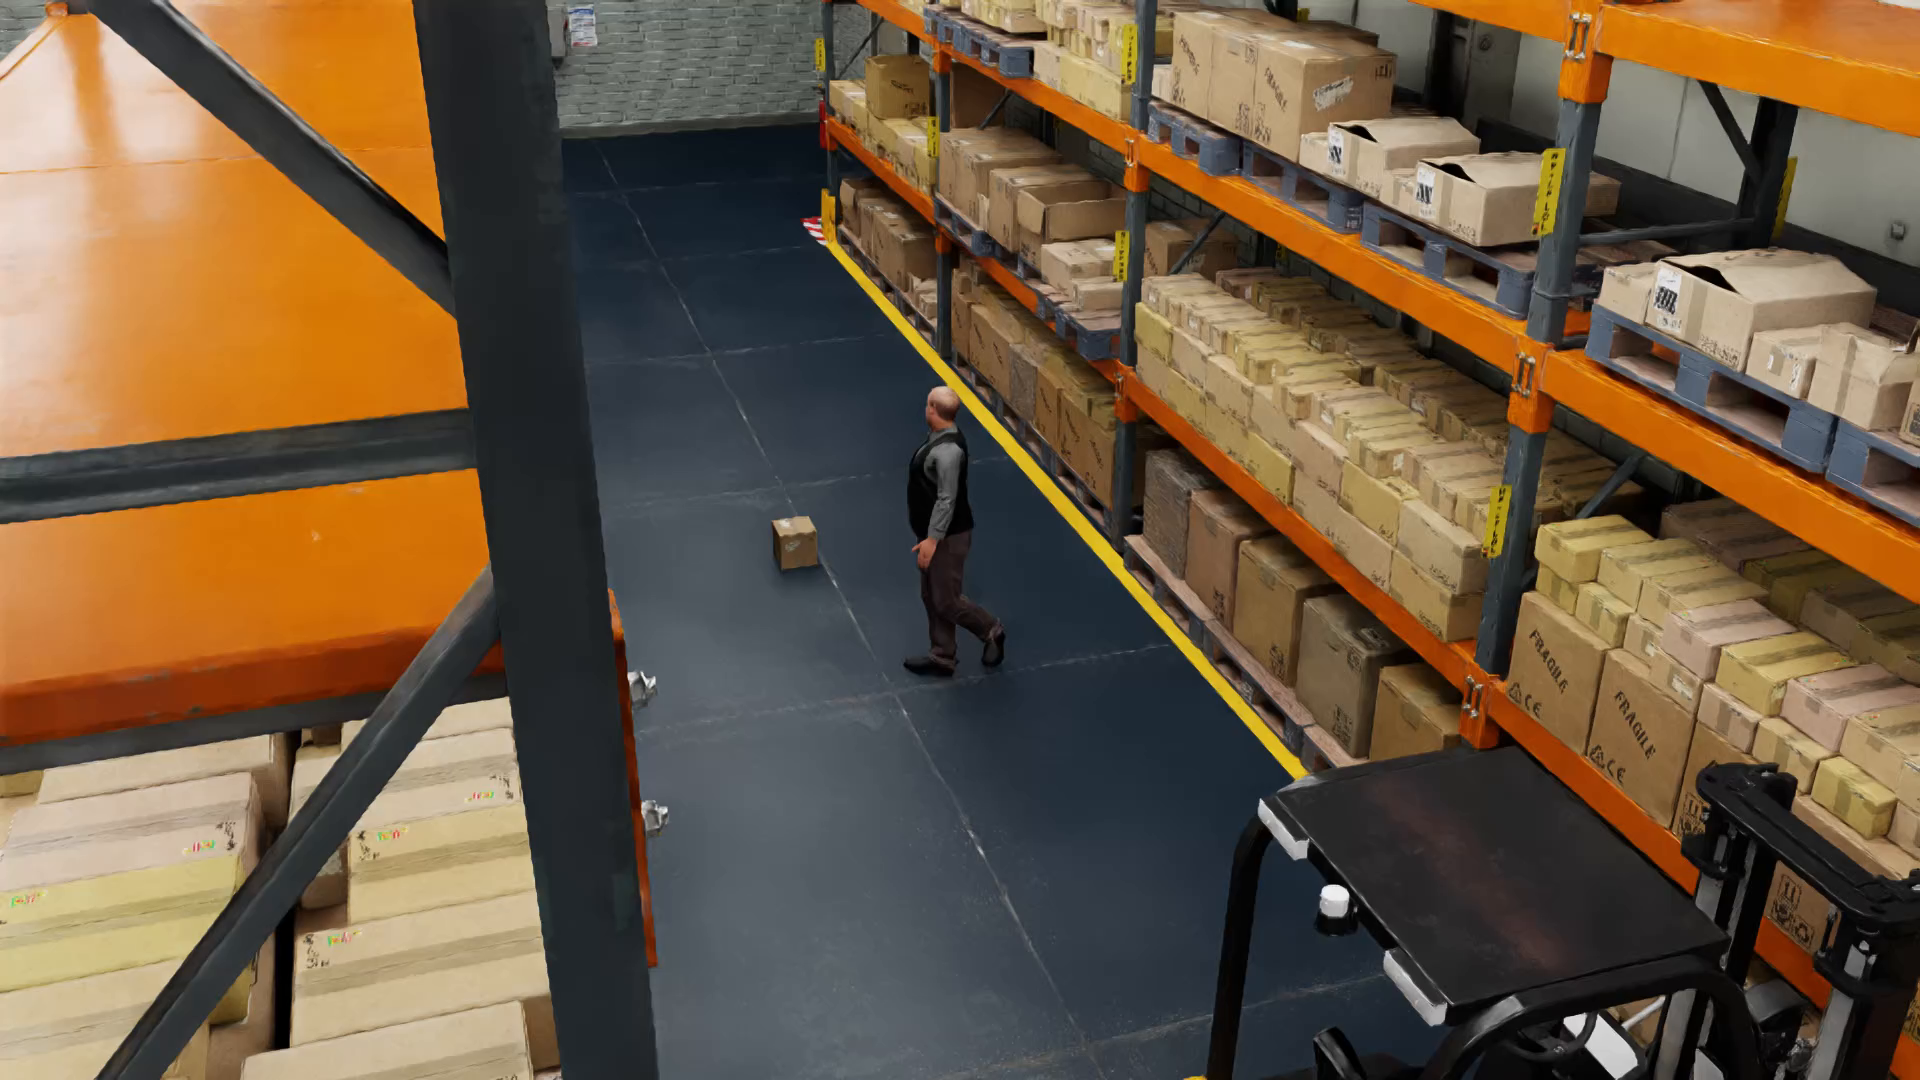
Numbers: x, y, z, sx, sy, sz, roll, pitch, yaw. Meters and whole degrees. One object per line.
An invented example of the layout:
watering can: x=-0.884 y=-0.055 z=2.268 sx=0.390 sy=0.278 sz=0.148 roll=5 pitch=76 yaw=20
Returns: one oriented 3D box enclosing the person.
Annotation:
person: x=-0.047 y=-0.046 z=9.525 sx=0.604 sy=1.689 sz=0.607 roll=-6 pitch=27 yaw=-12
